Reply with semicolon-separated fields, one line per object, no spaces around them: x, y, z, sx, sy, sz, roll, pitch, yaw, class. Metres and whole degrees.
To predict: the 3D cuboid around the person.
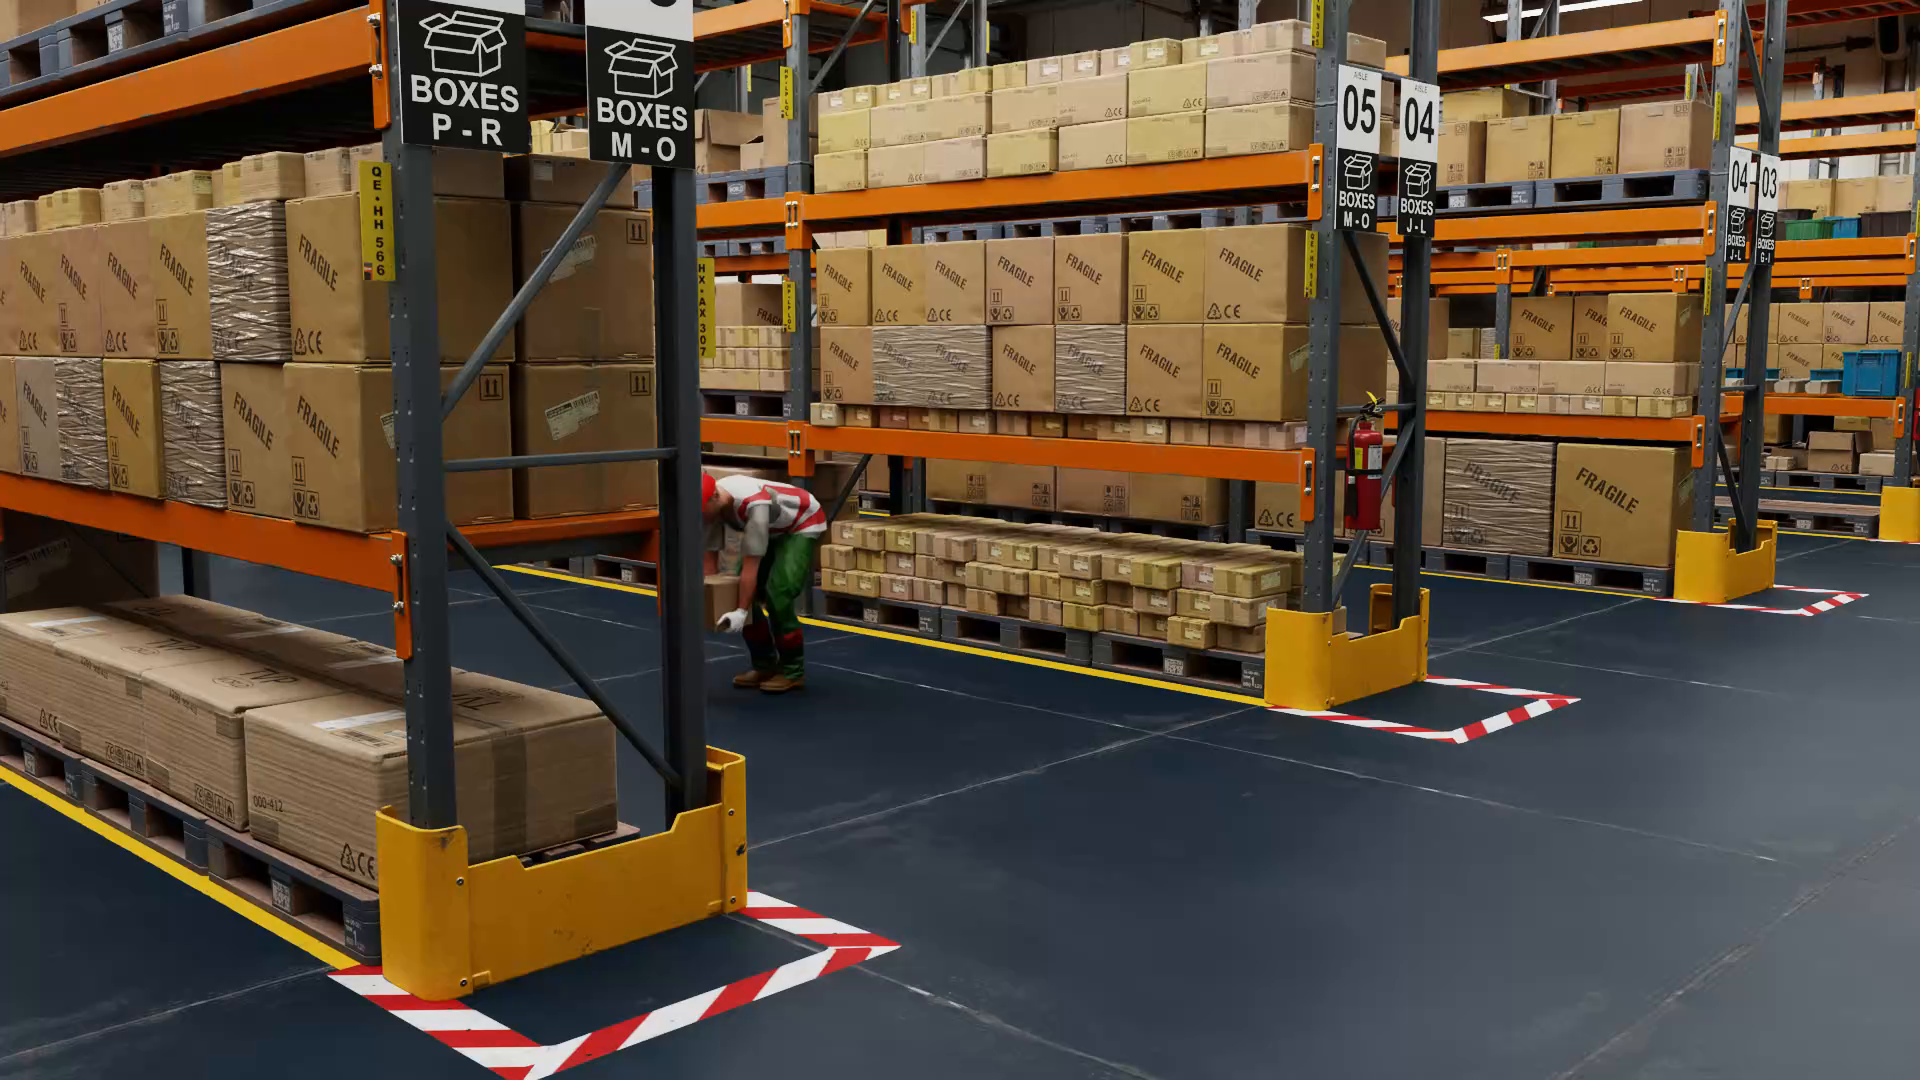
-1.122;0.210;8.818;0.500;1.207;0.938;6;9;41;person
